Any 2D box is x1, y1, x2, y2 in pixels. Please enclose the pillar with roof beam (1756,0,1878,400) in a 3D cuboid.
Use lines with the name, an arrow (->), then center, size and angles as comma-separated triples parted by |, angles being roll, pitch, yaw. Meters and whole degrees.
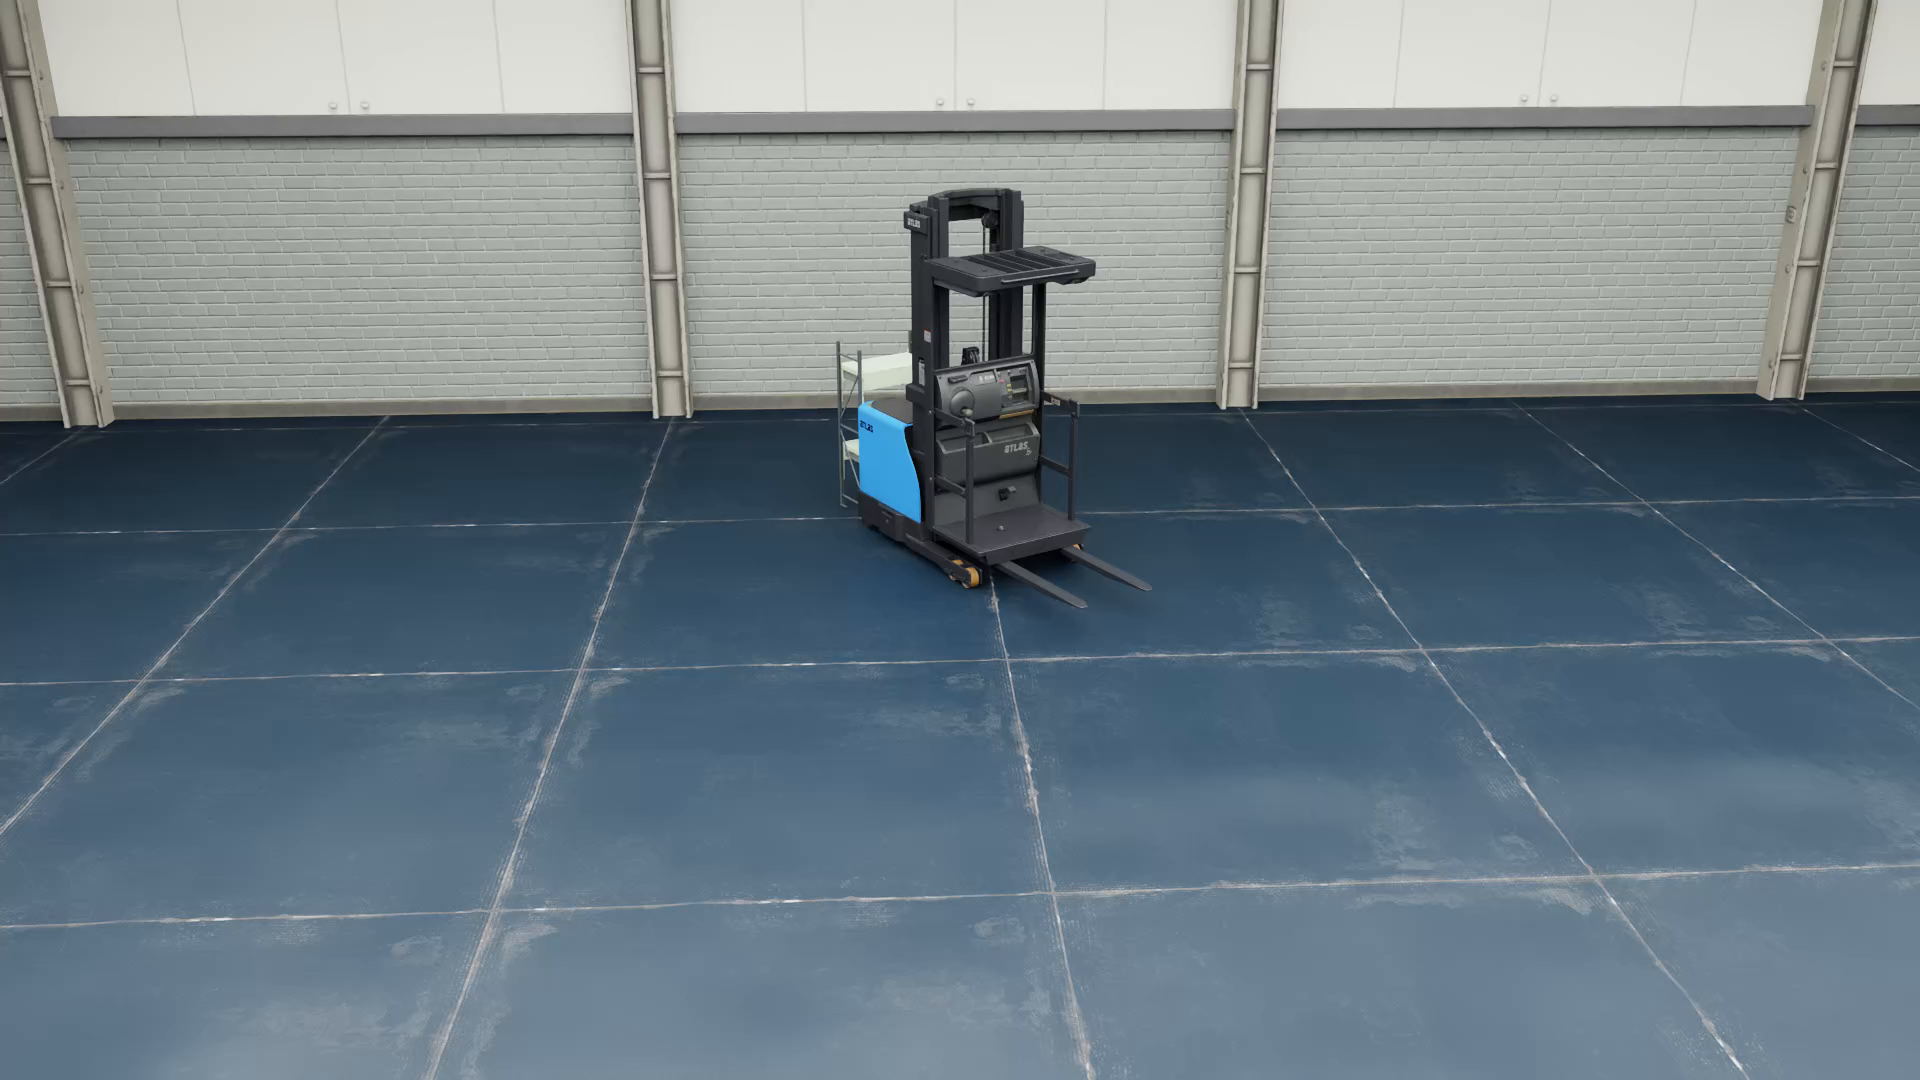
pillar with roof beam -> 9.204, -4.252, 12.574 | 0.400, 9.000, 9.100 | -1, 21, -3

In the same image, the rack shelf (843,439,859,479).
rack shelf -> -0.646, -0.725, 14.764 | 0.720, 0.370, 0.431 | -13, 25, -31

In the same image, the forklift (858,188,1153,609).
forklift -> 0.343, -1.182, 13.037 | 1.130, 2.935, 3.031 | -13, 24, -31

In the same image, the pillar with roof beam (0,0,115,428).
pillar with roof beam -> -8.766, -3.887, 11.614 | 0.400, 9.000, 9.100 | -1, 21, -3

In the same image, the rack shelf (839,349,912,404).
rack shelf -> -0.646, -1.394, 14.509 | 0.720, 0.370, 0.431 | -13, 25, -31

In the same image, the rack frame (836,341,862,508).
rack frame -> -0.951, -0.957, 14.459 | 0.023, 1.500, 0.400 | -13, 25, -31

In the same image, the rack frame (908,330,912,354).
rack frame -> -0.341, -1.101, 14.837 | 0.023, 1.500, 0.400 | -13, 25, -31

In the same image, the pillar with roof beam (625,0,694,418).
pillar with roof beam -> -2.776, -4.009, 11.934 | 0.400, 9.000, 9.100 | -1, 21, -3

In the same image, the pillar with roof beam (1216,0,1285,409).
pillar with roof beam -> 3.214, -4.130, 12.254 | 0.400, 9.000, 9.100 | -1, 21, -3

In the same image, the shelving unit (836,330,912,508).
shelving unit -> -0.646, -1.029, 14.648 | 0.755, 1.500, 0.431 | -13, 25, -31
